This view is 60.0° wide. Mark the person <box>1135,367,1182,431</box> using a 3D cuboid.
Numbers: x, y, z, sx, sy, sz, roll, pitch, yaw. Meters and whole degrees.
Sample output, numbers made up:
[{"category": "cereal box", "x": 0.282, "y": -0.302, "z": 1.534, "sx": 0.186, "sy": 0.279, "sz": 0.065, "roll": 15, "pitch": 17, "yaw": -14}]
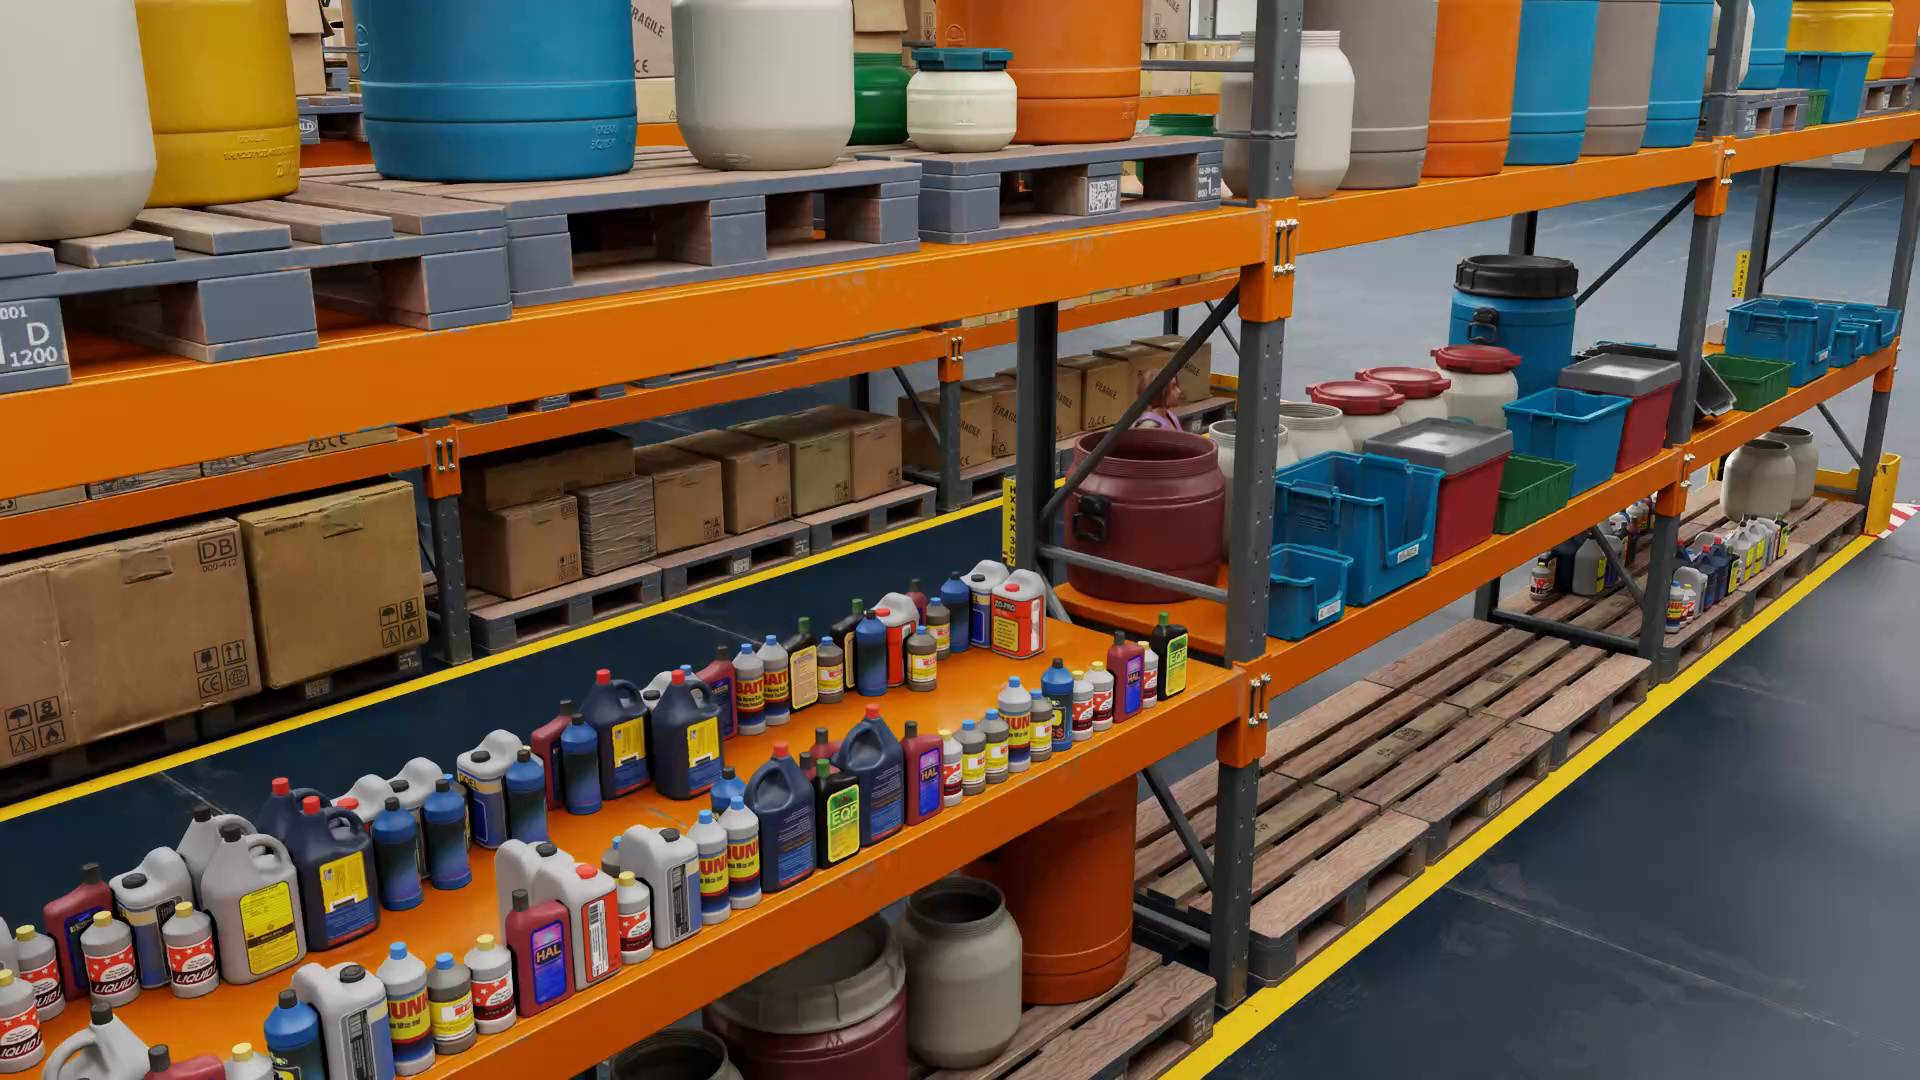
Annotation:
[{"category": "person", "x": 1.136, "y": -0.125, "z": 8.945, "sx": 0.437, "sy": 1.600, "sz": 0.478, "roll": 7, "pitch": 18, "yaw": 20}]
